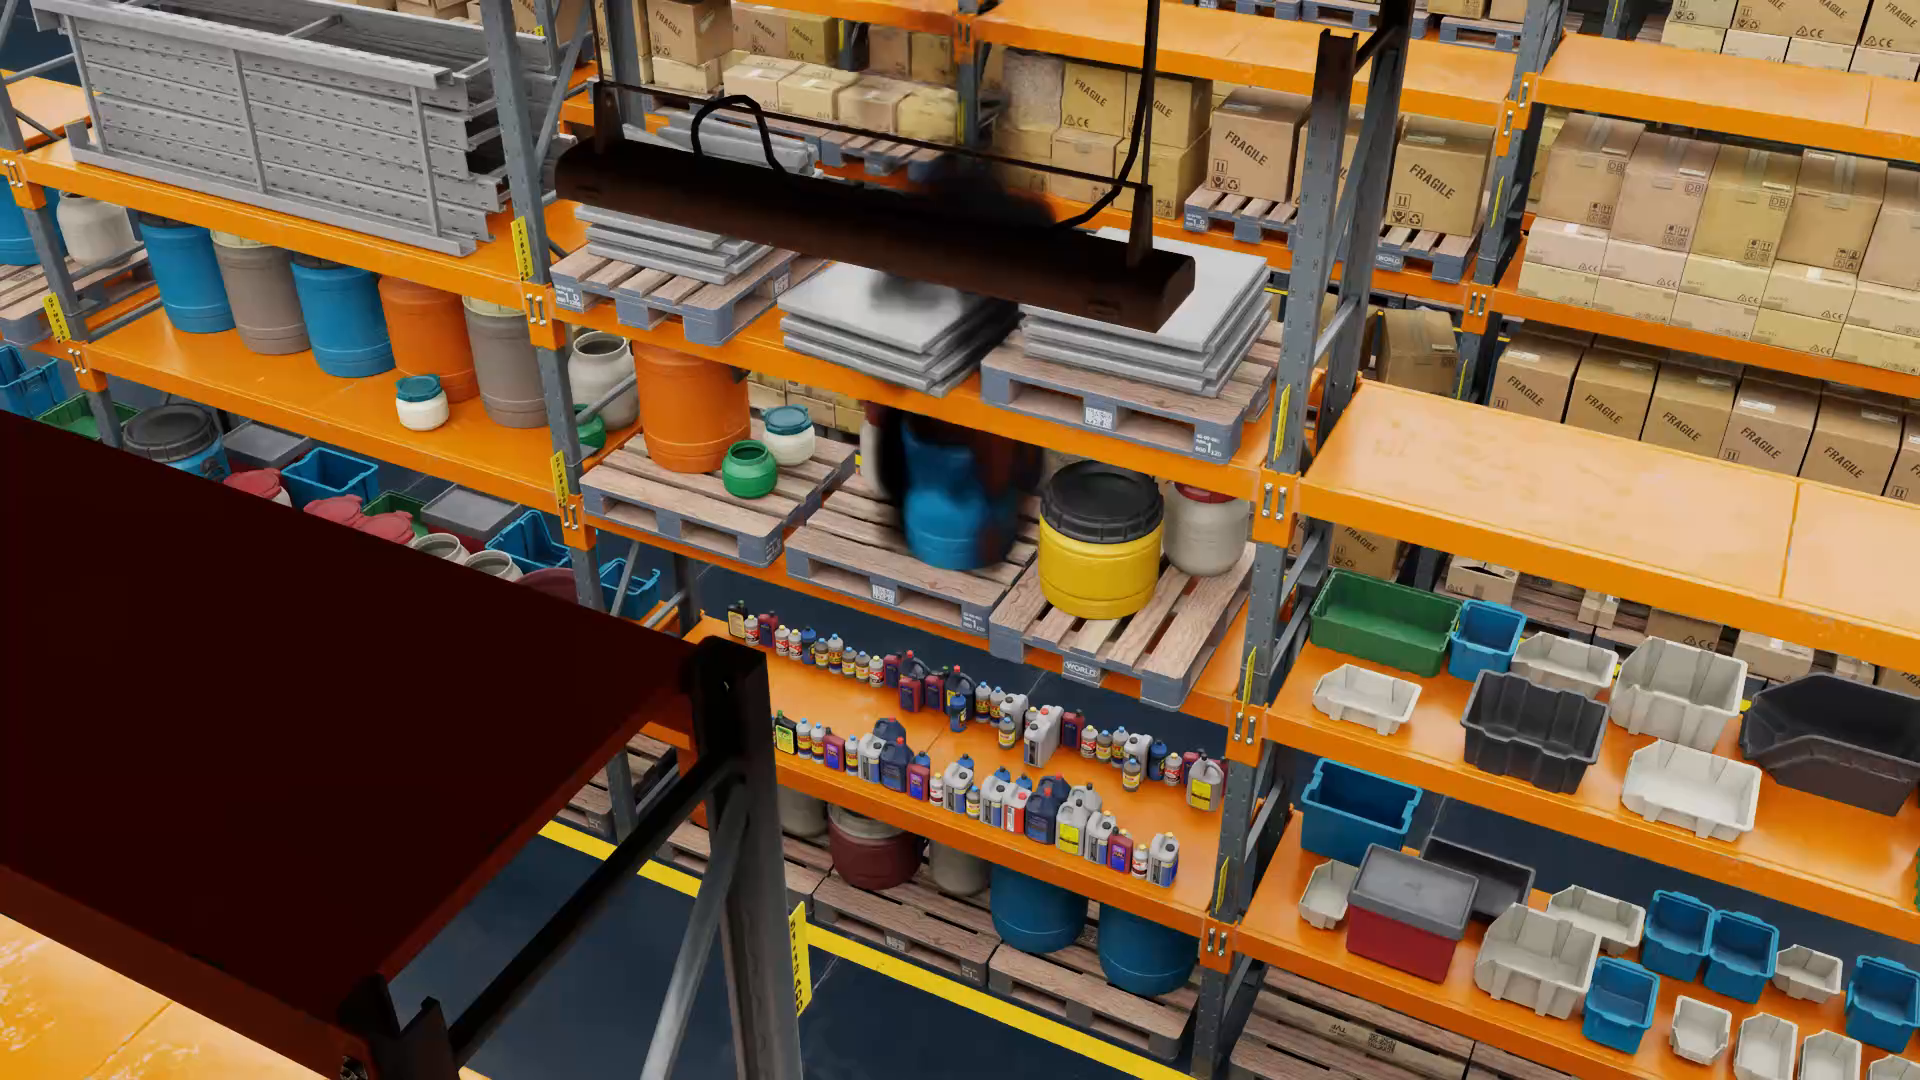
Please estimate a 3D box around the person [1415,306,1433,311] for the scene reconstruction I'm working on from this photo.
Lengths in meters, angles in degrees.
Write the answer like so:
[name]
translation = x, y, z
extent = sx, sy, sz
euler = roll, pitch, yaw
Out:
[person]
translation = 4.053, -1.220, 14.250
extent = 0.759, 1.612, 0.572
euler = 20, 40, 26
